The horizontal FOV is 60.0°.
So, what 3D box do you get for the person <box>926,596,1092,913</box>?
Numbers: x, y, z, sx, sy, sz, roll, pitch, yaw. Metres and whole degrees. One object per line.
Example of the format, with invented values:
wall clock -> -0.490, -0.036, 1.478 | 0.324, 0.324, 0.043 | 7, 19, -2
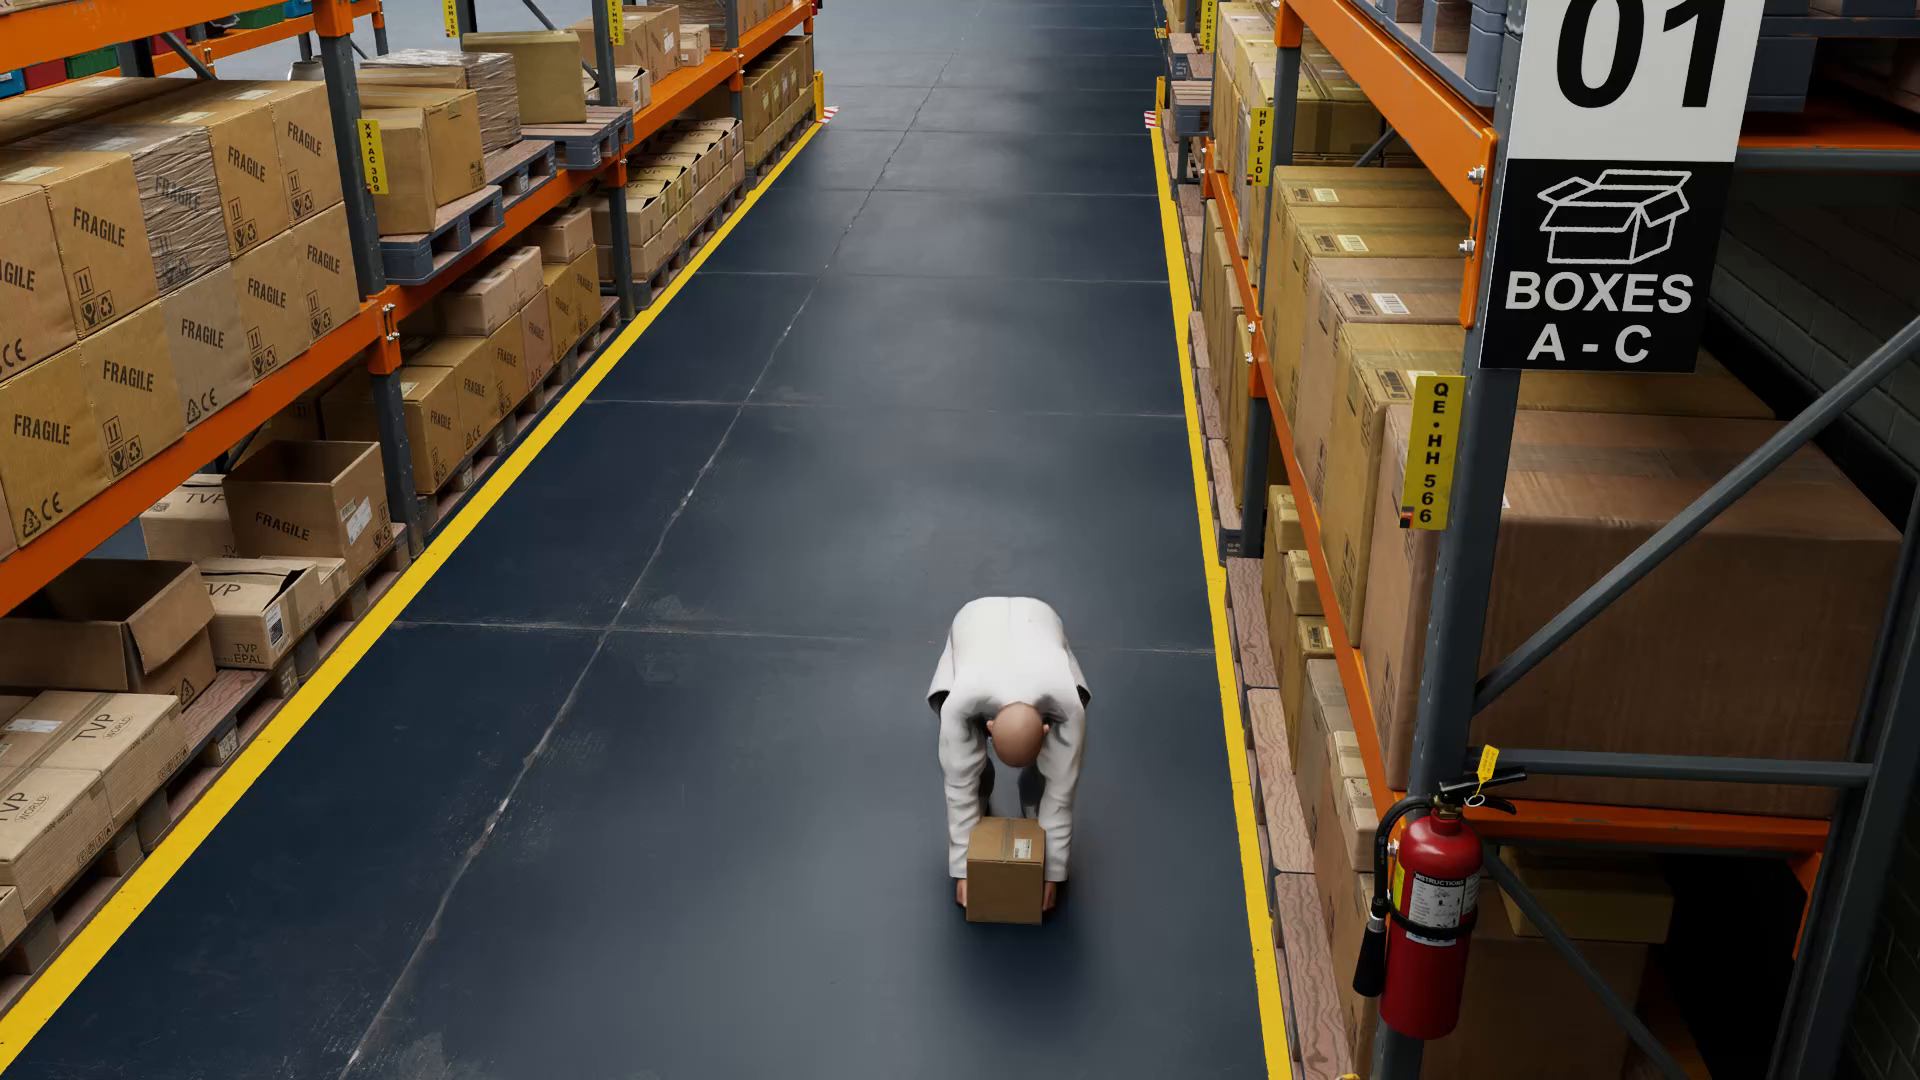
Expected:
person -> 0.168, 0.690, 5.742 | 0.581, 0.867, 0.955 | 1, 24, 1
